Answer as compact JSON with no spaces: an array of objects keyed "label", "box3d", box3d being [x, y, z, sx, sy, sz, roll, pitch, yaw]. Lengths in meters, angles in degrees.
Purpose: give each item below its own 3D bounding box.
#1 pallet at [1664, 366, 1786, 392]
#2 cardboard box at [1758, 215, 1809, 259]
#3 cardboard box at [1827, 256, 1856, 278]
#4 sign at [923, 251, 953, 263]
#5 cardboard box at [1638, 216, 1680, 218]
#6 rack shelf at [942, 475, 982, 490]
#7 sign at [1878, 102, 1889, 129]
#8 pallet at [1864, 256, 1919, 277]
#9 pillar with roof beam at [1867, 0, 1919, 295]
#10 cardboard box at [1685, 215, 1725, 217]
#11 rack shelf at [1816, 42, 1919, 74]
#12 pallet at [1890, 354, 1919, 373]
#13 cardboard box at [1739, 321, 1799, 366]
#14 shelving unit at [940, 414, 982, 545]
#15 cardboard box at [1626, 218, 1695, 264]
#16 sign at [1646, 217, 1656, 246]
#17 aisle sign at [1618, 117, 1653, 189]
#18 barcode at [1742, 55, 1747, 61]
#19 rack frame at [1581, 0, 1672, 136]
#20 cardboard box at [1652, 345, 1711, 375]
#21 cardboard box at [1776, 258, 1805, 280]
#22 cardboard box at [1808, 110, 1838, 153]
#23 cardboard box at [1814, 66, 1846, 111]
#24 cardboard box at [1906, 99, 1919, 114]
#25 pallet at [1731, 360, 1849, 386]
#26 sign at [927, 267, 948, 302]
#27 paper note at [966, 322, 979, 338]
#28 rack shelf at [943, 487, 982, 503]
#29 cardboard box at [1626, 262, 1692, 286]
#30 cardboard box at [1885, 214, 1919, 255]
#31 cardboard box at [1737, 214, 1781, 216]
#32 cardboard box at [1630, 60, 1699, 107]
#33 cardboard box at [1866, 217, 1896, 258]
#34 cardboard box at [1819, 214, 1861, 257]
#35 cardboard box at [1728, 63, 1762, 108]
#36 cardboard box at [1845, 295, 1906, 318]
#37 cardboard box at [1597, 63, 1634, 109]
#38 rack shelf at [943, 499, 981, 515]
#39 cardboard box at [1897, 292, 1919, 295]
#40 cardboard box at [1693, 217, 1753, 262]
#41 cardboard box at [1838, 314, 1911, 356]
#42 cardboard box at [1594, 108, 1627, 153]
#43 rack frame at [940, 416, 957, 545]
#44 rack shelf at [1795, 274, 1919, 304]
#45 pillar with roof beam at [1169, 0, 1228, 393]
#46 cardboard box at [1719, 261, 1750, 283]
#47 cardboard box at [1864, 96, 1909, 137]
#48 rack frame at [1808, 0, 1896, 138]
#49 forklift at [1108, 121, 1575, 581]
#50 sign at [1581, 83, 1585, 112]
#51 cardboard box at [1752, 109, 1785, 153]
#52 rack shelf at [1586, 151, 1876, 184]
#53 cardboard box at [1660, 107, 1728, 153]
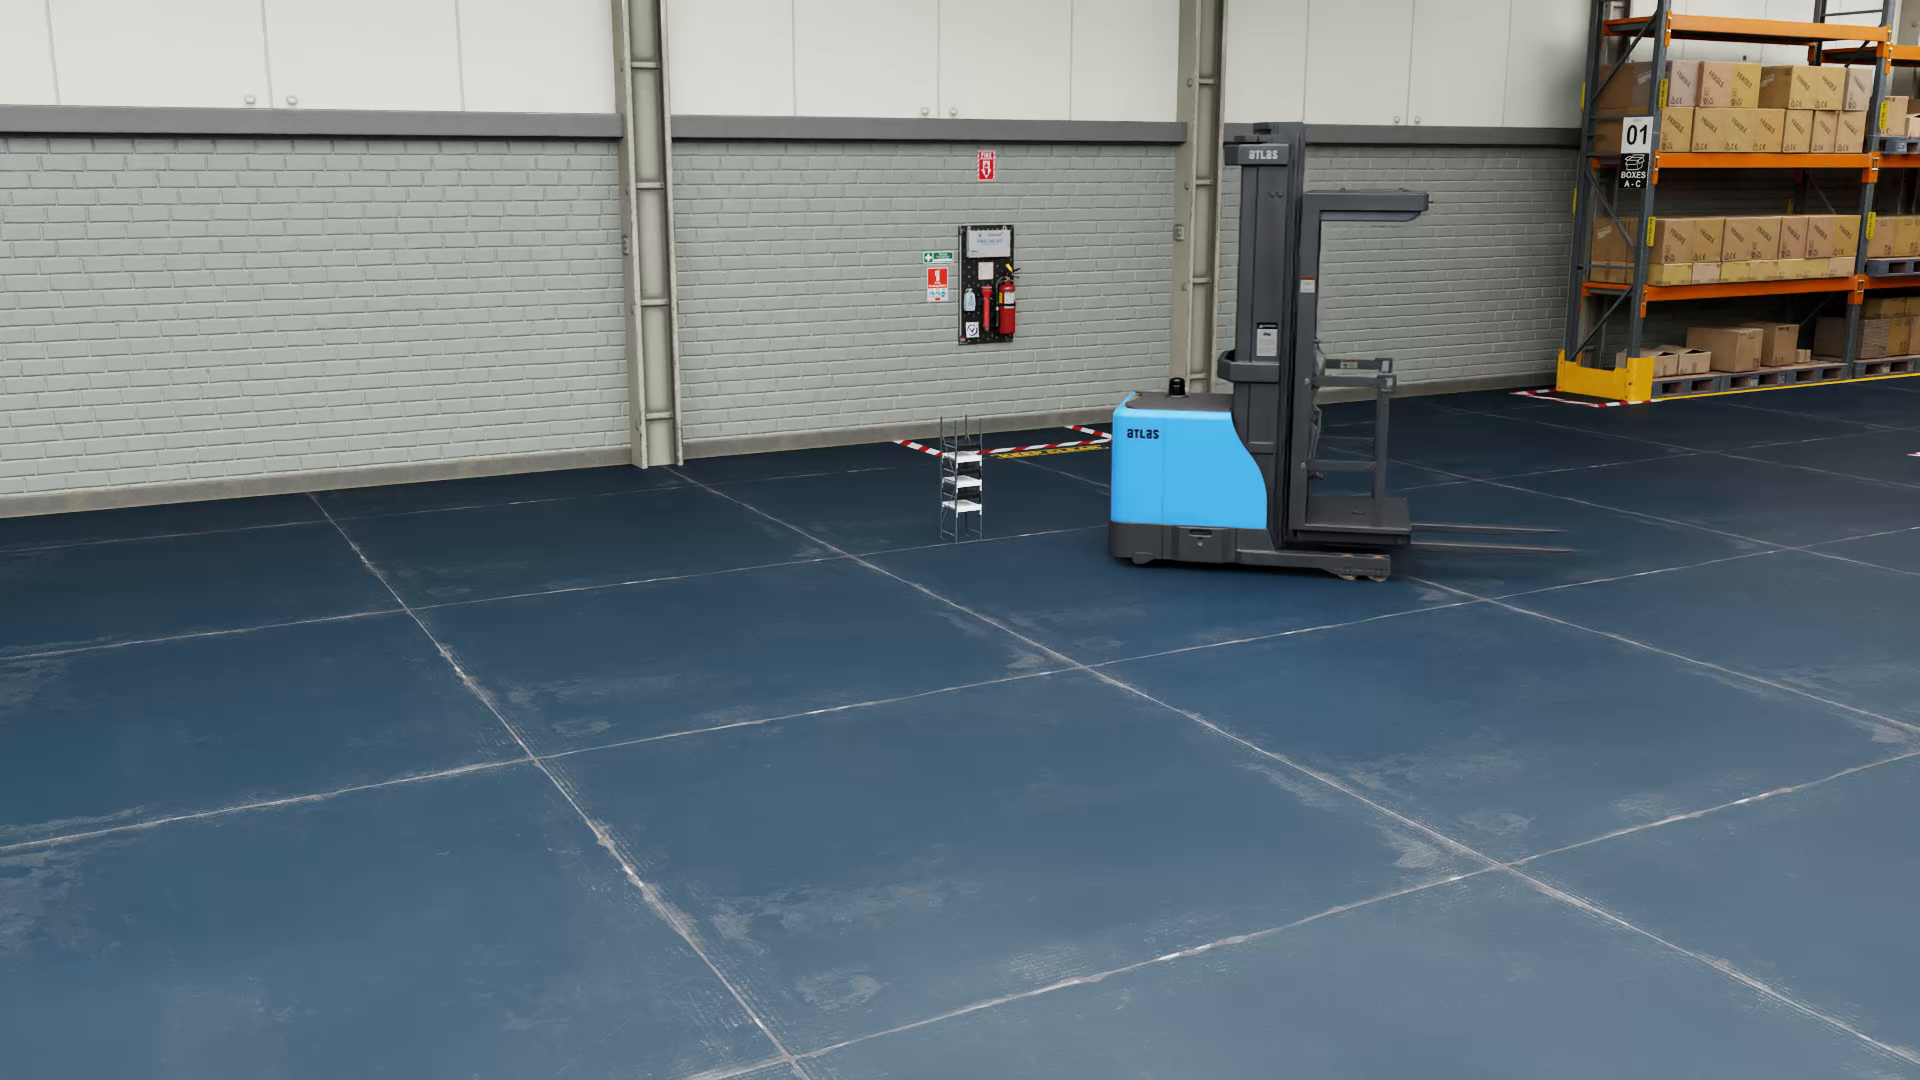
[{"label":"pallet","box3d":[9.435,-2.034,20.667,1.213,0.211,1.003,-7,14,-28]},{"label":"cardboard box","box3d":[9.930,-3.690,20.261,0.500,0.500,0.500,-7,15,-29]},{"label":"cardboard box","box3d":[10.809,-3.429,20.812,0.500,0.250,0.500,-7,14,-28]},{"label":"sign","box3d":[-0.212,-2.773,16.312,0.331,0.109,0.001,-7,14,-28]},{"label":"cardboard box","box3d":[8.327,-3.624,19.970,0.500,0.500,0.500,-7,14,-27]},{"label":"rack shelf","box3d":[0.007,-0.407,12.021,0.200,0.077,0.258,-7,14,-28]},{"label":"sign","box3d":[11.346,-5.213,20.432,0.005,0.325,0.100,-7,14,-28]},{"label":"pallet","box3d":[11.820,-3.560,21.533,1.213,0.211,1.003,-7,14,-28]},{"label":"pillar with roof beam","box3d":[15.097,-6.149,18.937,0.400,9.000,9.100,-7,14,-28]},{"label":"cardboard box","box3d":[9.220,-3.733,20.451,0.500,0.500,0.500,-7,14,-27]},{"label":"rack shelf","box3d":[12.835,-6.192,21.678,4.000,0.370,1.077,-7,14,-28]},{"label":"pallet","box3d":[12.834,-2.452,22.524,1.213,0.211,1.003,-7,14,-28]},{"label":"cardboard box","box3d":[10.187,-2.479,20.986,0.500,0.500,0.500,-8,15,-32]},{"label":"shelving unit","box3d":[0.007,-0.440,12.014,0.210,0.900,0.258,-7,14,-28]},{"label":"cardboard box","box3d":[8.131,-3.475,19.307,0.500,0.500,0.500,-7,14,-28]},{"label":"sign","box3d":[7.828,-3.498,18.849,0.005,0.325,0.100,-7,14,-28]},{"label":"aisle sign","box3d":[7.649,-4.383,18.833,0.004,0.787,0.394,-7,14,-28]},{"label":"barcode","box3d":[9.653,-5.928,20.459,0.075,0.075,0.001,-7,14,-28]},{"label":"rack frame","box3d":[7.568,-6.107,18.750,0.127,3.000,1.000,-7,14,-28]},{"label":"cardboard box","box3d":[8.719,-2.199,20.169,0.500,0.311,0.500,-6,14,-23]},{"label":"cardboard box","box3d":[9.933,-3.323,20.338,0.500,0.250,0.500,-7,14,-28]},{"label":"cardboard box","box3d":[10.304,-4.972,20.263,0.500,0.500,0.500,-8,15,-33]},{"label":"cardboard box","box3d":[10.291,-5.446,20.094,0.500,0.500,0.500,-6,14,-25]},{"label":"cardboard box","box3d":[12.680,-5.490,21.656,0.500,0.500,0.500,-7,15,-30]},{"label":"pallet","box3d":[10.507,-2.163,21.241,1.213,0.211,1.003,-7,14,-28]},{"label":"sign","box3d":[-0.220,-2.516,16.376,0.234,0.329,0.001,-7,14,-28]},{"label":"paper note","box3d":[0.126,-2.102,16.623,0.142,0.148,0.016,-7,14,-28]},{"label":"rack shelf","box3d":[0.007,-0.320,12.041,0.200,0.077,0.258,-7,14,-28]},{"label":"cardboard box","box3d":[8.149,-3.107,19.380,0.500,0.250,0.500,-7,15,-29]},{"label":"cardboard box","box3d":[12.599,-4.044,22.018,0.500,0.500,0.700,-5,14,-20]},{"label":"cardboard box","box3d":[10.111,-3.841,20.931,0.500,0.500,0.500,-7,14,-28]},{"label":"cardboard box","box3d":[8.023,-5.184,18.929,0.500,0.500,0.500,-8,15,-32]},{"label":"cardboard box","box3d":[11.542,-3.912,21.428,0.500,0.500,0.700,-7,14,-28]},{"label":"cardboard box","box3d":[10.812,-3.794,20.725,0.500,0.500,0.500,-7,14,-28]},{"label":"cardboard box","box3d":[8.932,-5.283,19.369,0.500,0.500,0.500,-6,14,-26]},{"label":"cardboard box","box3d":[12.102,-3.090,21.990,0.500,0.250,0.500,-7,15,-29]},{"label":"cardboard box","box3d":[7.821,-5.286,19.382,0.500,0.500,0.500,-6,14,-25]},{"label":"rack shelf","box3d":[0.007,-0.232,12.061,0.200,0.077,0.258,-7,14,-28]},{"label":"cardboard box","box3d":[13.004,-3.194,22.454,0.500,0.250,0.500,-7,14,-28]},{"label":"cardboard box","box3d":[9.026,-3.578,19.765,0.500,0.500,0.500,-7,15,-30]},{"label":"cardboard box","box3d":[12.147,-2.741,22.148,0.500,0.500,0.700,-7,15,-29]},{"label":"cardboard box","box3d":[7.813,-4.795,19.478,0.500,0.500,0.500,-6,14,-24]},{"label":"rack frame","box3d":[-0.082,-0.429,11.967,0.006,0.900,0.240,-7,14,-28]},{"label":"rack shelf","box3d":[12.835,-3.461,22.293,4.000,0.370,1.077,-7,14,-28]},{"label":"pillar with roof beam","box3d":[4.565,-4.887,13.327,0.400,9.000,9.100,-7,14,-28]},{"label":"cardboard box","box3d":[9.048,-3.217,19.867,0.500,0.250,0.500,-7,15,-29]},{"label":"cardboard box","box3d":[11.597,-5.360,21.079,0.500,0.500,0.500,-5,13,-20]},{"label":"rack frame","box3d":[11.079,-6.528,20.620,0.127,3.000,1.000,-7,14,-28]},{"label":"forklift","box3d":[2.583,-1.287,11.153,3.031,2.935,1.130,3,13,13]},{"label":"sign","box3d":[7.320,-5.185,19.467,0.005,0.325,0.100,-7,14,-28]},{"label":"cardboard box","box3d":[9.384,-4.855,19.744,0.500,0.500,0.500,-6,14,-24]},{"label":"rack shelf","box3d":[9.324,-4.503,20.094,4.000,0.370,1.077,-7,14,-28]},{"label":"cardboard box","box3d":[8.470,-4.739,19.229,0.500,0.500,0.500,-6,14,-24]}]
